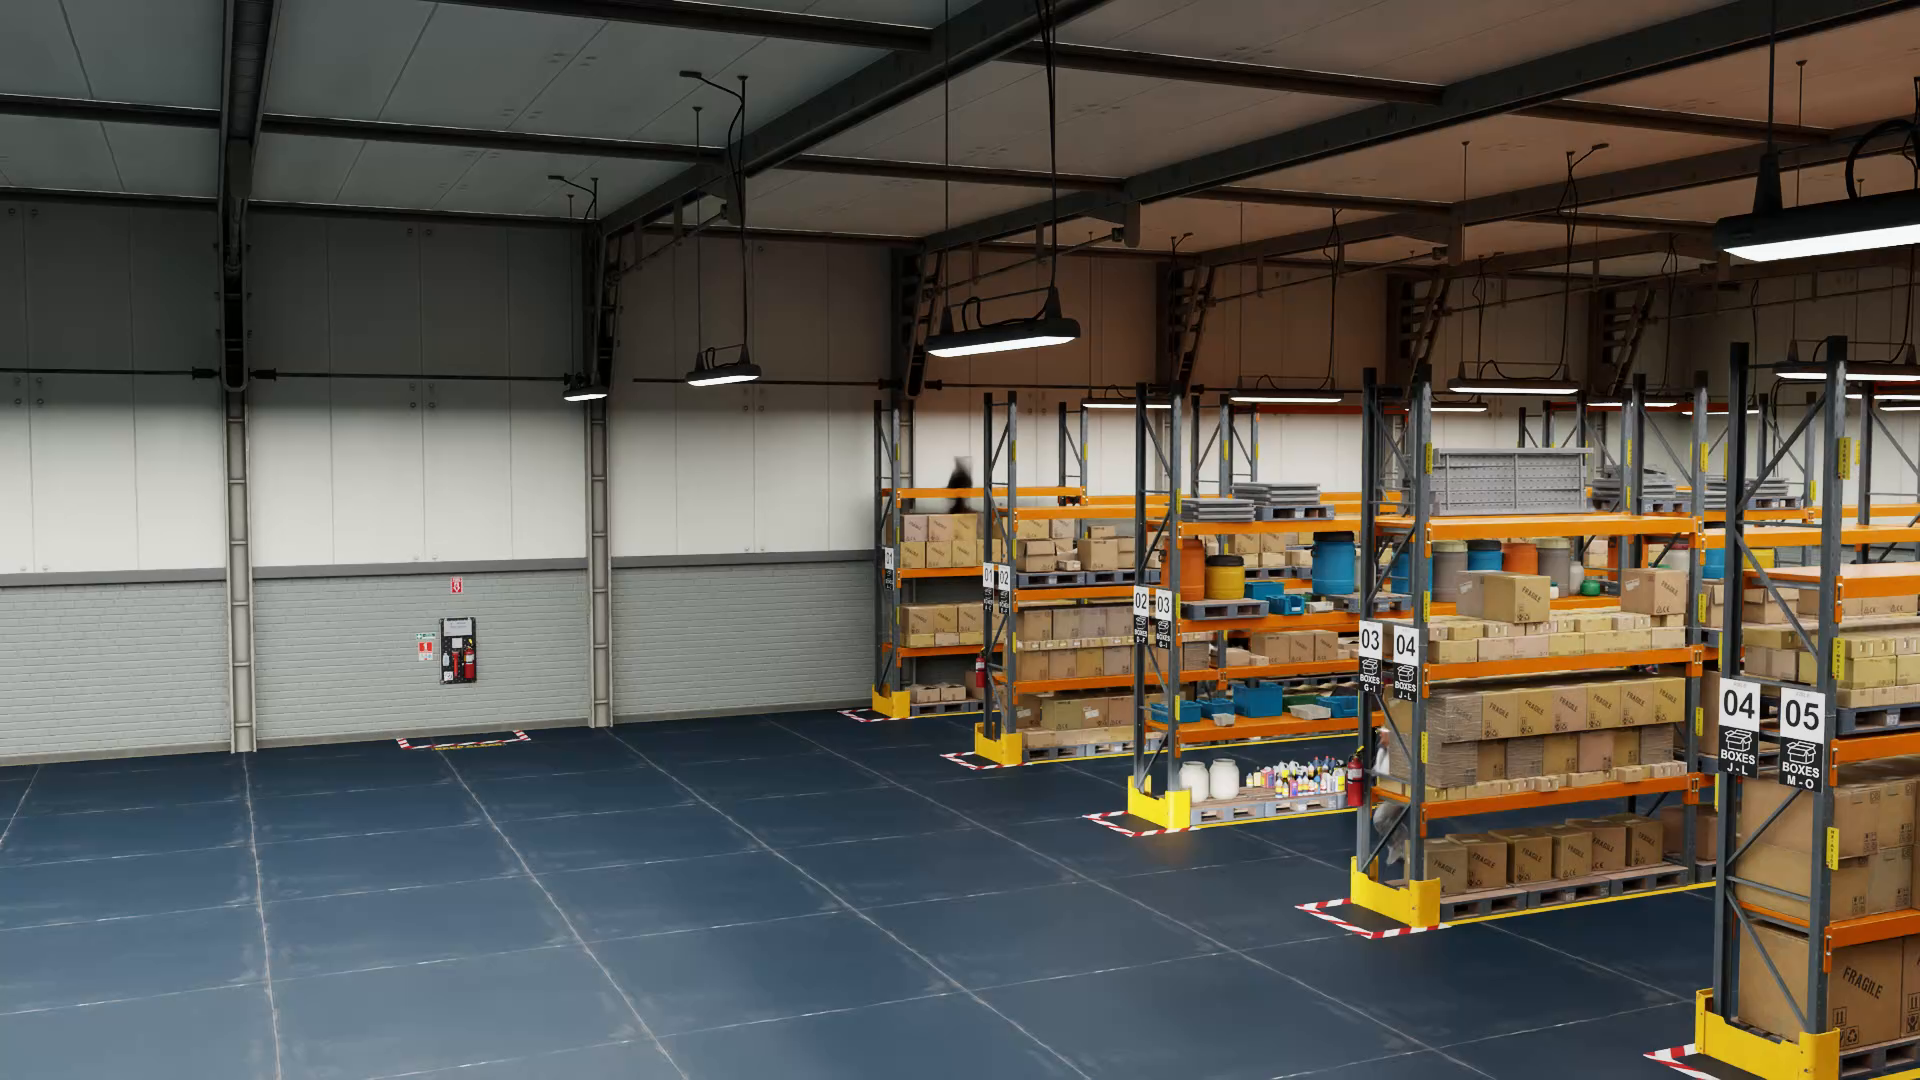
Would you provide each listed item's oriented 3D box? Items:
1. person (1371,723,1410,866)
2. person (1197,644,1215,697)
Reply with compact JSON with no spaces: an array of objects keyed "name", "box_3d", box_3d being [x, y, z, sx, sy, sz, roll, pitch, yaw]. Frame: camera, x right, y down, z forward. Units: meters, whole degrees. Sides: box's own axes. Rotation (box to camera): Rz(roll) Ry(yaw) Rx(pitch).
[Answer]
[{"name":"person","box_3d":[5.327,3.104,20.449,0.773,1.754,0.662,-1,3,-16]},{"name":"person","box_3d":[4.534,2.519,31.093,0.713,1.684,0.679,-3,4,-42]}]
